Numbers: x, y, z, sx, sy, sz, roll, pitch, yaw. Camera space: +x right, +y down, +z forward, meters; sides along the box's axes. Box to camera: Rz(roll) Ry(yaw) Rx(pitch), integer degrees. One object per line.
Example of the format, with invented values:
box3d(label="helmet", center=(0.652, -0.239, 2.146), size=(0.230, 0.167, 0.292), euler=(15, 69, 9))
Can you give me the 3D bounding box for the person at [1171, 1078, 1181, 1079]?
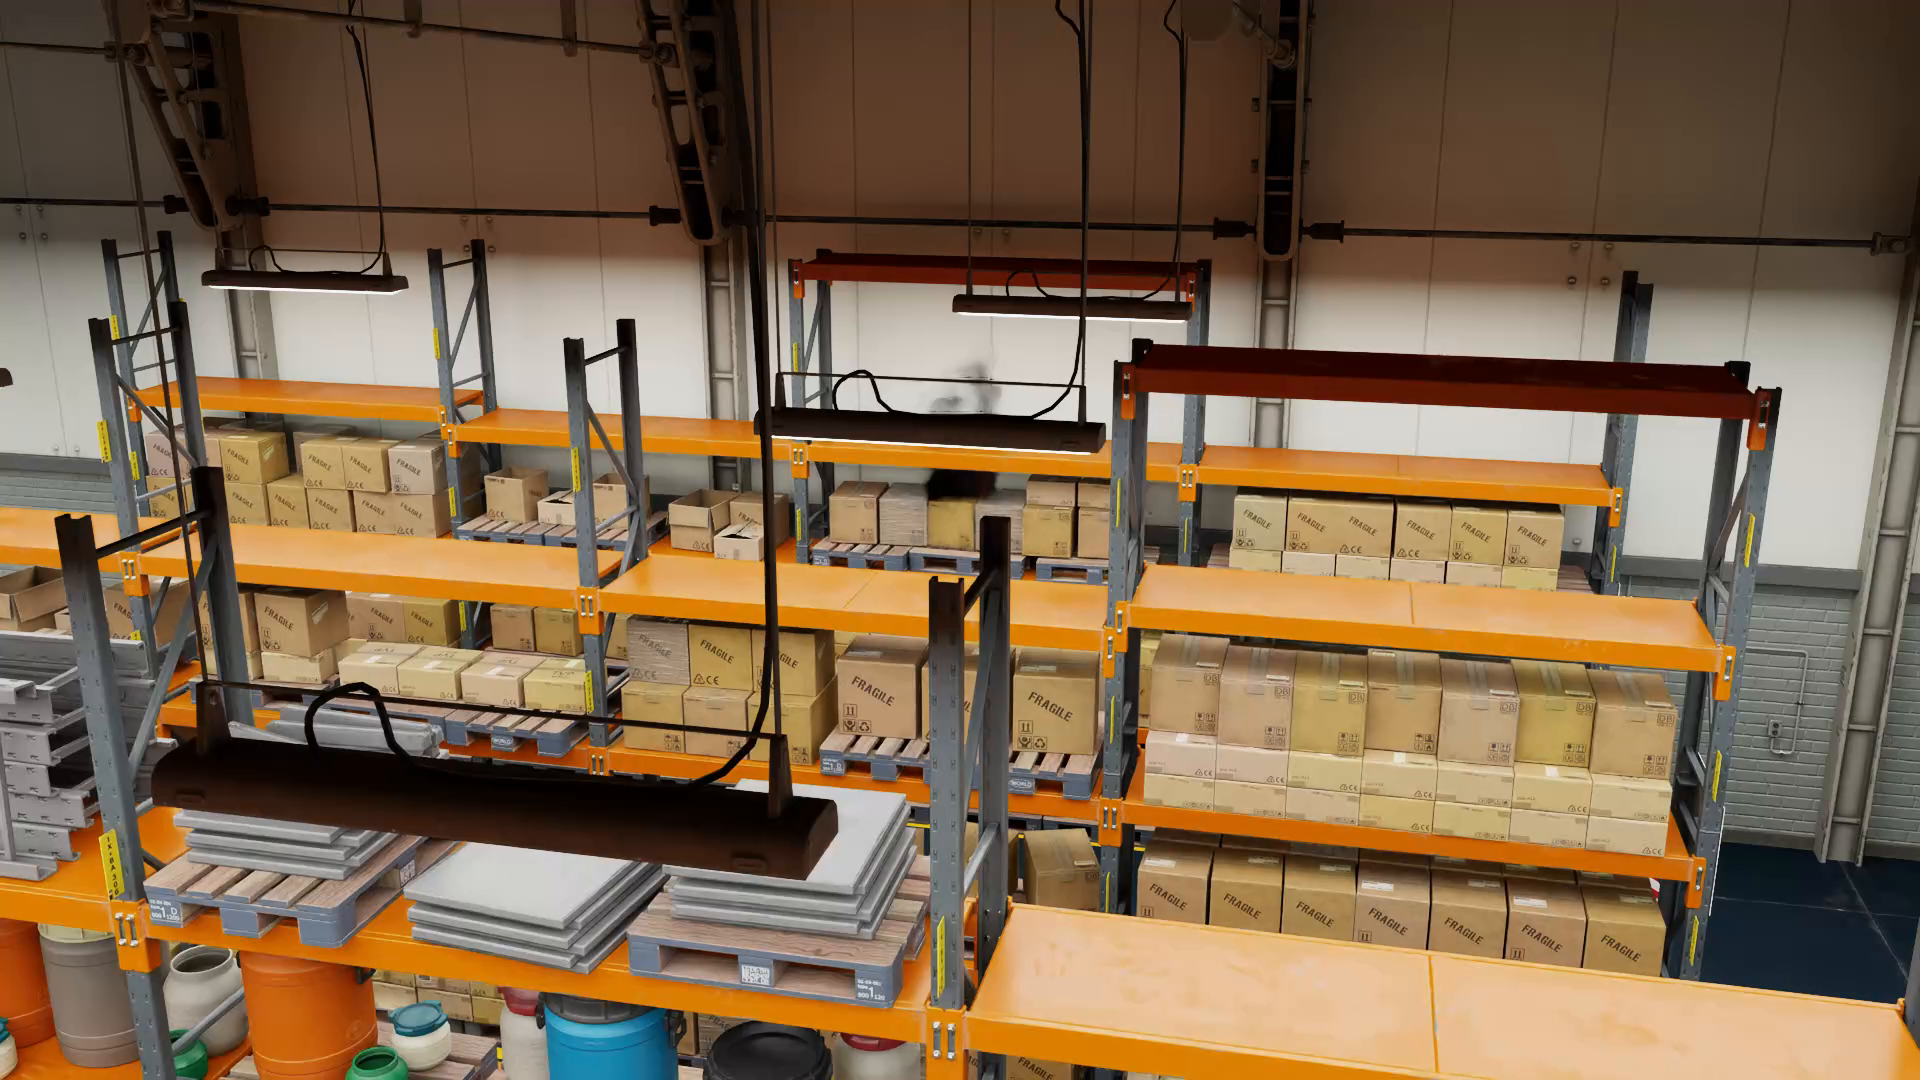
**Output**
box3d(label="person", center=(1.415, 4.264, 10.815), size=(0.798, 1.686, 0.579), euler=(0, 16, -1))
